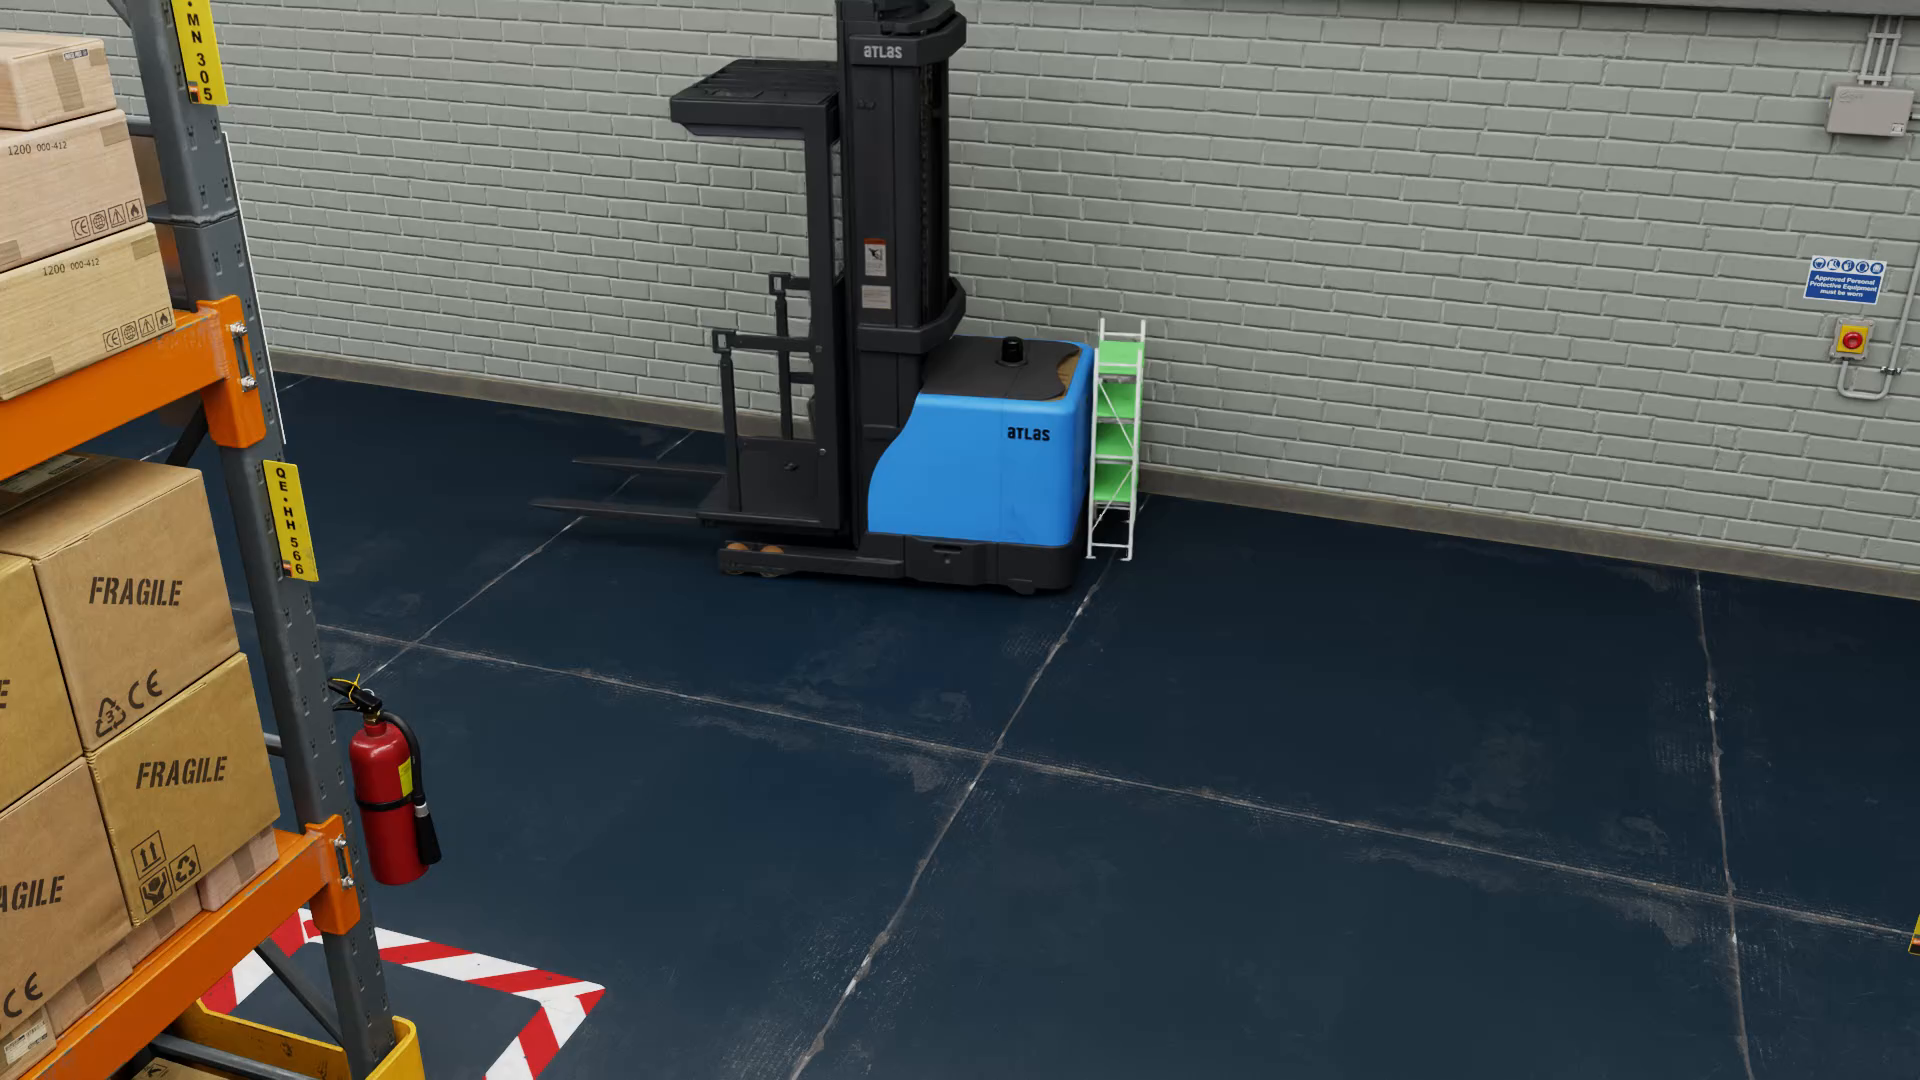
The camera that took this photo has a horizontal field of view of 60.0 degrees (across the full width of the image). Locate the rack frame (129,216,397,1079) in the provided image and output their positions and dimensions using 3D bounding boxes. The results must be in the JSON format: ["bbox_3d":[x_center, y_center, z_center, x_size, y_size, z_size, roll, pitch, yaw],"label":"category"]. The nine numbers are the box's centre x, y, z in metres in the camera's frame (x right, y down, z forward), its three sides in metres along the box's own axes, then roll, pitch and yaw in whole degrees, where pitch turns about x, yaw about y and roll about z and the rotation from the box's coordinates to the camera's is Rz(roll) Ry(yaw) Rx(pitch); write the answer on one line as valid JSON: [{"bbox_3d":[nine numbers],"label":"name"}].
[{"bbox_3d":[-2.211,0.529,4.716,1.000,3.000,0.127,9,27,17],"label":"rack frame"}]

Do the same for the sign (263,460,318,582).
[{"bbox_3d":[-1.694,-0.046,4.212,0.100,0.325,0.005,9,27,17],"label":"sign"}]

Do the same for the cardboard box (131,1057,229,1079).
[{"bbox_3d":[-2.148,1.609,4.591,0.380,0.149,0.250,9,27,18],"label":"cardboard box"}]

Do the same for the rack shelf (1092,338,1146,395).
[{"bbox_3d":[0.844,-0.916,8.810,0.258,0.148,0.480,3,26,7],"label":"rack shelf"}]

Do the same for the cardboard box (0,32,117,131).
[{"bbox_3d":[-2.045,-0.979,3.529,0.380,0.149,0.250,9,27,17],"label":"cardboard box"}]

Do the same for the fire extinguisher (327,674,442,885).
[{"bbox_3d":[-1.692,0.695,4.890,0.296,0.674,0.183,9,27,17],"label":"fire extinguisher"}]

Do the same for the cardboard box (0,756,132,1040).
[{"bbox_3d":[-2.294,0.783,3.736,0.500,0.500,0.500,8,27,17],"label":"cardboard box"}]

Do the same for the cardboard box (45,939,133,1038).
[{"bbox_3d":[-2.240,1.019,3.992,0.380,0.149,0.250,8,27,17],"label":"cardboard box"}]

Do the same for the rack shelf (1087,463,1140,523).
[{"bbox_3d":[0.844,-0.268,9.124,0.258,0.148,0.480,3,26,7],"label":"rack shelf"}]

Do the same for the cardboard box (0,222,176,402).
[{"bbox_3d":[-2.113,-0.529,3.630,0.500,0.250,0.500,8,27,16],"label":"cardboard box"}]

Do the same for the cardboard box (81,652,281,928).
[{"bbox_3d":[-2.118,0.572,4.171,0.500,0.500,0.500,9,27,18],"label":"cardboard box"}]

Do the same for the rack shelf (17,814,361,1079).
[{"bbox_3d":[-2.877,1.674,3.175,1.077,0.370,4.000,9,27,17],"label":"rack shelf"}]

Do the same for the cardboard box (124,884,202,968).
[{"bbox_3d":[-2.171,0.913,4.210,0.380,0.149,0.250,9,27,17],"label":"cardboard box"}]

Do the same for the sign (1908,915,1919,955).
[{"bbox_3d":[1.969,0.697,3.285,0.100,0.325,0.005,9,27,17],"label":"sign"}]

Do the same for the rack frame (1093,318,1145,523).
[{"bbox_3d":[0.877,-0.647,9.209,0.240,1.200,0.015,3,26,7],"label":"rack frame"}]

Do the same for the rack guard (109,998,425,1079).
[{"bbox_3d":[-2.236,1.685,5.196,1.175,0.500,0.348,9,27,17],"label":"rack guard"}]

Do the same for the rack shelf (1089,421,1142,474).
[{"bbox_3d":[0.844,-0.484,9.019,0.258,0.148,0.480,3,26,7],"label":"rack shelf"}]

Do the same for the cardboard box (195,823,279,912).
[{"bbox_3d":[-2.053,0.817,4.410,0.380,0.149,0.250,9,27,18],"label":"cardboard box"}]

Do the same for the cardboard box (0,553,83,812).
[{"bbox_3d":[-2.297,0.332,3.519,0.500,0.500,0.500,8,27,16],"label":"cardboard box"}]

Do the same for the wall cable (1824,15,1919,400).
[{"bbox_3d":[4.345,-1.587,7.884,0.585,1.953,0.123,9,27,17],"label":"wall cable"}]

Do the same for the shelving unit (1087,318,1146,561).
[{"bbox_3d":[0.844,-0.541,8.991,0.258,1.200,0.503,3,26,7],"label":"shelving unit"}]

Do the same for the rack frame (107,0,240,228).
[{"bbox_3d":[-2.211,-2.172,3.409,1.000,3.000,0.127,9,27,17],"label":"rack frame"}]

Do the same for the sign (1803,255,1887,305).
[{"bbox_3d":[4.320,-1.269,8.120,0.327,0.218,0.001,9,27,17],"label":"sign"}]

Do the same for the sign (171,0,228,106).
[{"bbox_3d":[-1.694,-1.131,3.686,0.100,0.325,0.005,9,27,17],"label":"sign"}]

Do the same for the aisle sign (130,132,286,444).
[{"bbox_3d":[-1.904,-0.628,4.122,0.394,0.787,0.004,9,27,17],"label":"aisle sign"}]

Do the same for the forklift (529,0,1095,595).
[{"bbox_3d":[-0.827,-1.338,8.650,3.031,2.935,1.130,5,26,10],"label":"forklift"}]

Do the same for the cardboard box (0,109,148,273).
[{"bbox_3d":[-2.124,-0.753,3.519,0.500,0.250,0.500,8,27,16],"label":"cardboard box"}]

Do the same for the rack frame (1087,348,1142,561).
[{"bbox_3d":[0.812,-0.436,8.774,0.240,1.200,0.015,3,26,7],"label":"rack frame"}]

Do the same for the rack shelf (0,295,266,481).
[{"bbox_3d":[-2.877,0.324,2.522,1.077,0.370,4.000,9,27,17],"label":"rack shelf"}]

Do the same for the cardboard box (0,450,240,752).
[{"bbox_3d":[-2.129,0.124,3.949,0.500,0.500,0.500,8,27,16],"label":"cardboard box"}]

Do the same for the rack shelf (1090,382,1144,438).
[{"bbox_3d":[0.844,-0.700,8.915,0.258,0.148,0.480,3,26,7],"label":"rack shelf"}]

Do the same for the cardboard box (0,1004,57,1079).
[{"bbox_3d":[-2.303,1.127,3.769,0.380,0.149,0.250,9,27,19],"label":"cardboard box"}]
